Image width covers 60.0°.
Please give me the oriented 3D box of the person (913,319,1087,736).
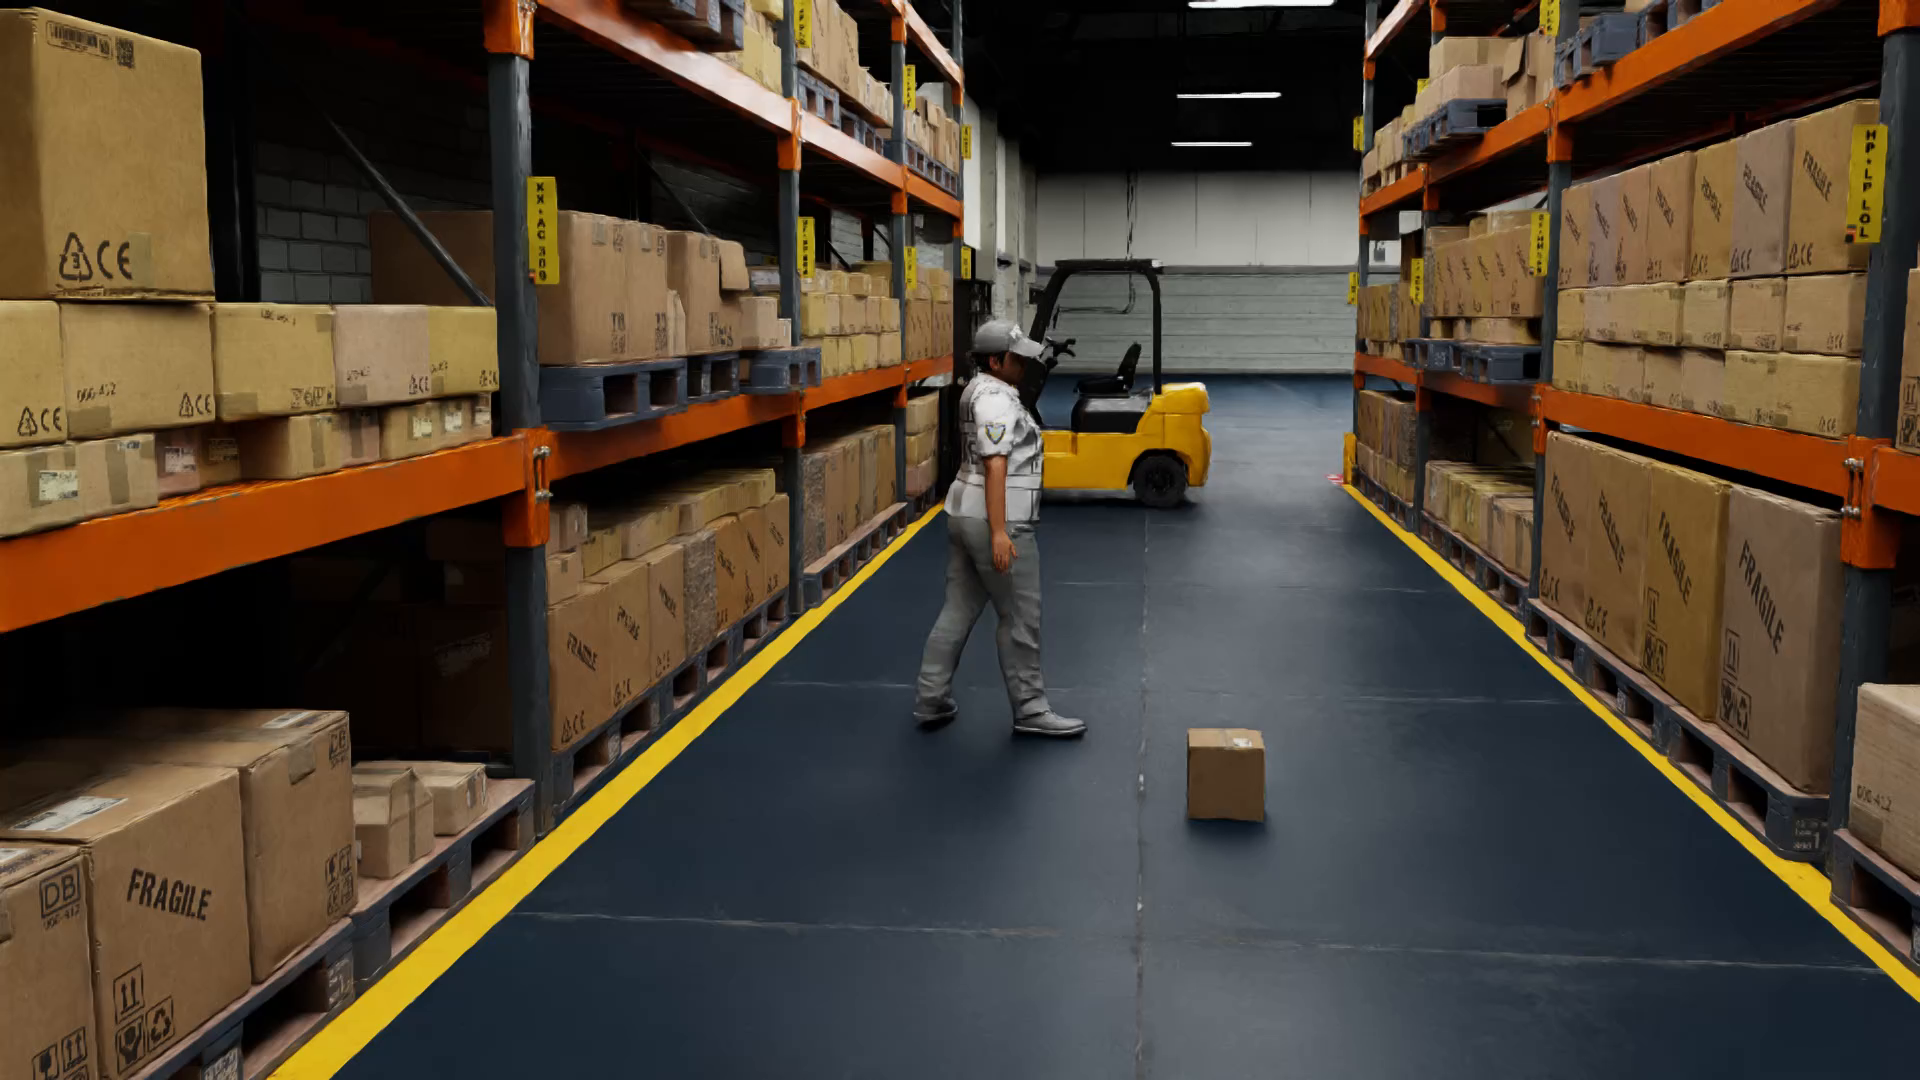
[{"bbox_3d":[0.162,-0.050,6.632,0.639,1.649,0.672,-2,8,-13],"label":"person"}]
